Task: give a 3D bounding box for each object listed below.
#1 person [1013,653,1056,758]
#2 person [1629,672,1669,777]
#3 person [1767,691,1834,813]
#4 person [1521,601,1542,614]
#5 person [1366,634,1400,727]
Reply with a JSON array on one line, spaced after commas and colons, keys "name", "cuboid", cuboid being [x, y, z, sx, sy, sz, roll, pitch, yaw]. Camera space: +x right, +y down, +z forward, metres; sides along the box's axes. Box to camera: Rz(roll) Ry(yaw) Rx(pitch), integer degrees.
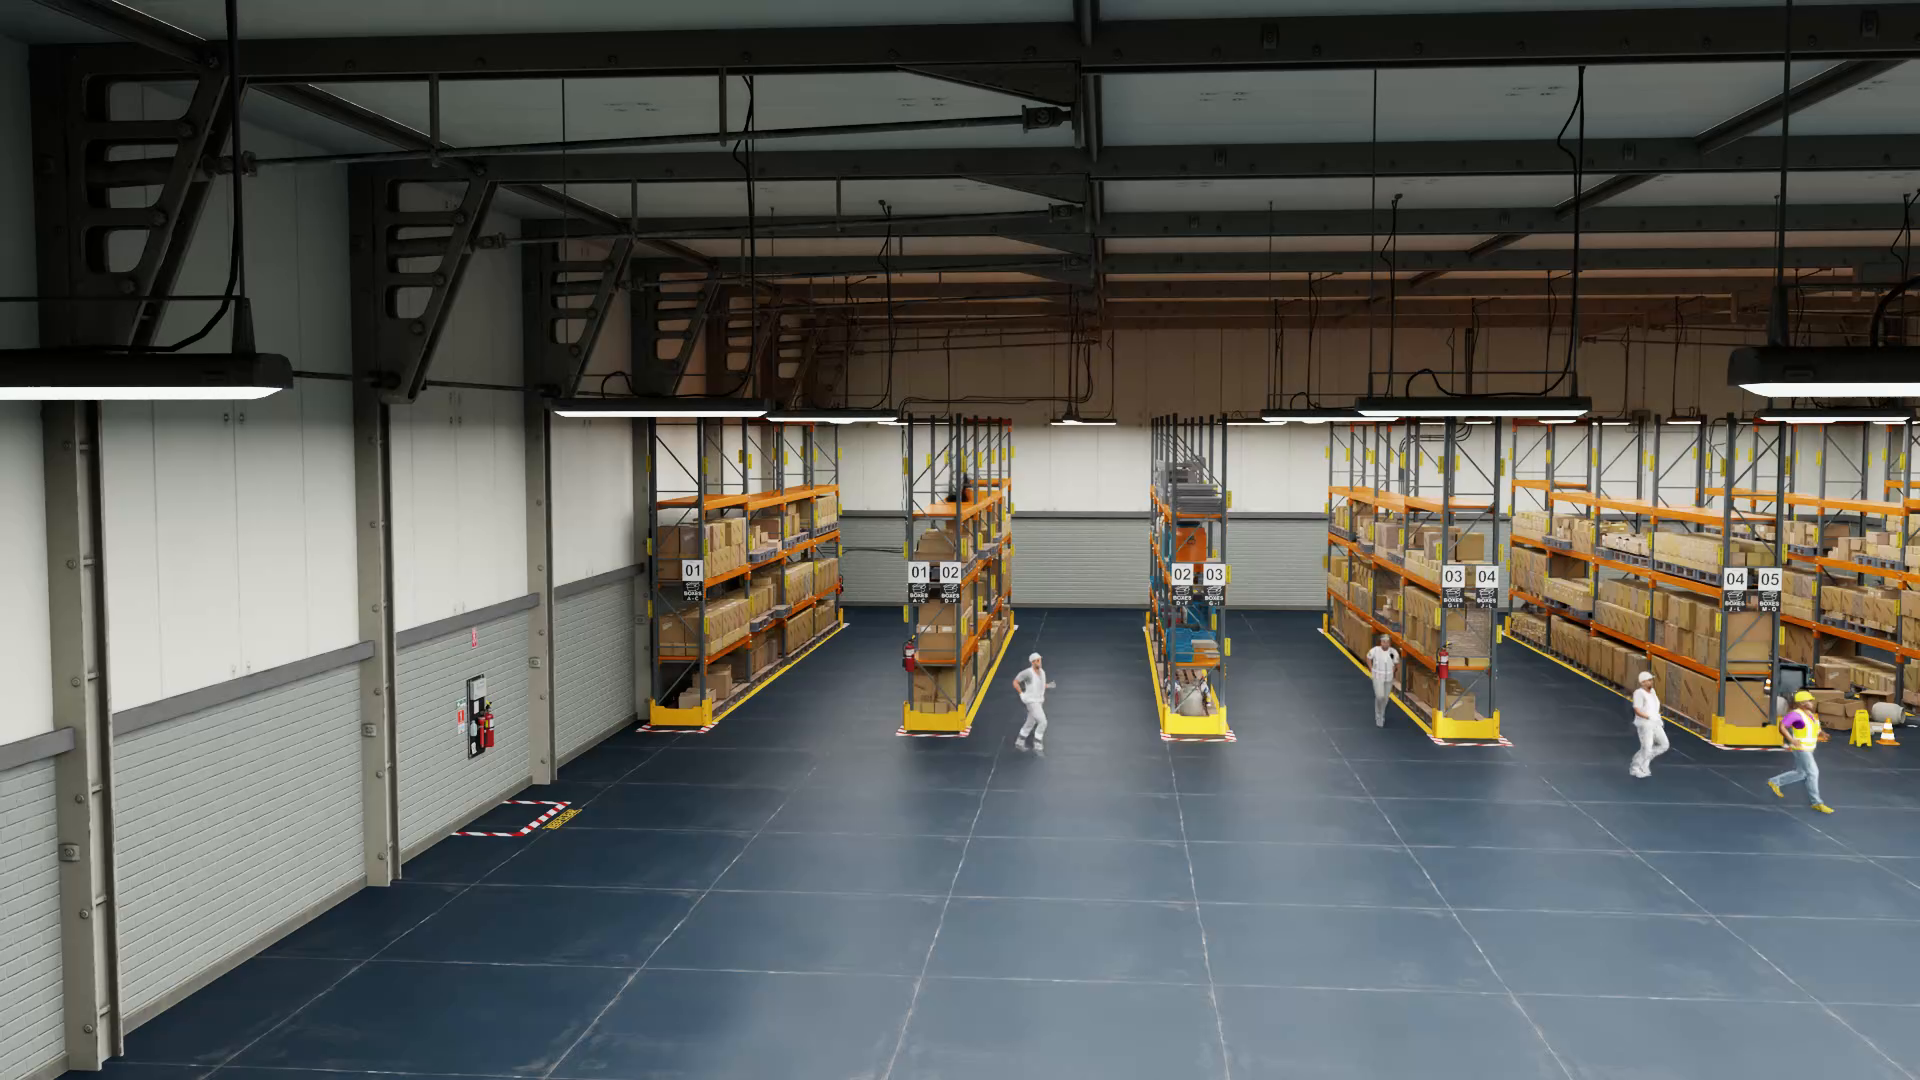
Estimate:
[{"name": "person", "cuboid": [1.308, 2.887, 29.083, 0.779, 1.851, 0.616, 2, 5, 33]}, {"name": "person", "cuboid": [11.272, 3.016, 27.181, 0.695, 1.736, 0.590, -4, 5, -43]}, {"name": "person", "cuboid": [12.654, 3.156, 25.005, 0.968, 1.773, 0.700, 4, 5, 42]}, {"name": "person", "cuboid": [16.381, 1.703, 47.266, 0.932, 1.708, 0.648, 0, 4, -4]}, {"name": "person", "cuboid": [8.182, 2.703, 32.100, 0.570, 1.826, 0.863, 0, 4, -4]}]
